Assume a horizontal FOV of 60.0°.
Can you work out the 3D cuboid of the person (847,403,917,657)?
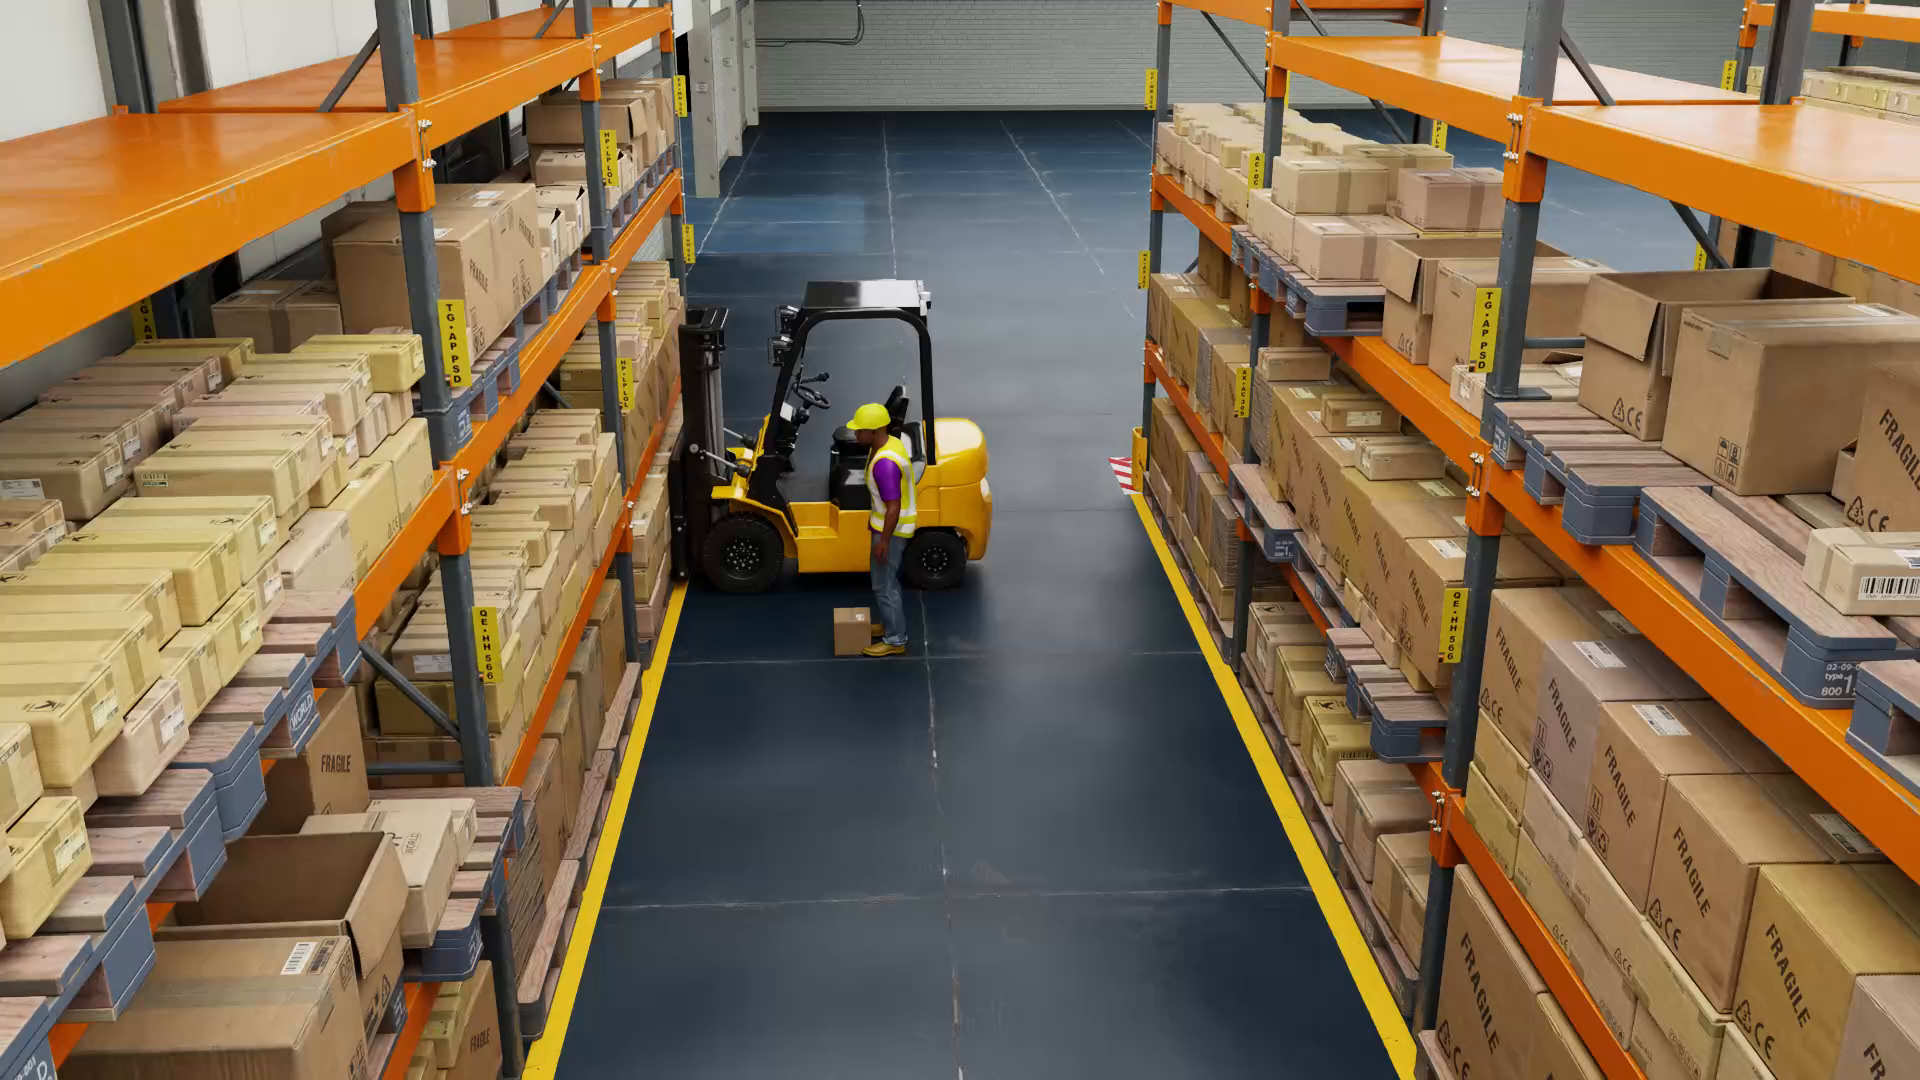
[{"bbox_3d":[-0.522,-0.082,11.272,0.461,1.761,0.637,-2,20,-4],"label":"person"}]
